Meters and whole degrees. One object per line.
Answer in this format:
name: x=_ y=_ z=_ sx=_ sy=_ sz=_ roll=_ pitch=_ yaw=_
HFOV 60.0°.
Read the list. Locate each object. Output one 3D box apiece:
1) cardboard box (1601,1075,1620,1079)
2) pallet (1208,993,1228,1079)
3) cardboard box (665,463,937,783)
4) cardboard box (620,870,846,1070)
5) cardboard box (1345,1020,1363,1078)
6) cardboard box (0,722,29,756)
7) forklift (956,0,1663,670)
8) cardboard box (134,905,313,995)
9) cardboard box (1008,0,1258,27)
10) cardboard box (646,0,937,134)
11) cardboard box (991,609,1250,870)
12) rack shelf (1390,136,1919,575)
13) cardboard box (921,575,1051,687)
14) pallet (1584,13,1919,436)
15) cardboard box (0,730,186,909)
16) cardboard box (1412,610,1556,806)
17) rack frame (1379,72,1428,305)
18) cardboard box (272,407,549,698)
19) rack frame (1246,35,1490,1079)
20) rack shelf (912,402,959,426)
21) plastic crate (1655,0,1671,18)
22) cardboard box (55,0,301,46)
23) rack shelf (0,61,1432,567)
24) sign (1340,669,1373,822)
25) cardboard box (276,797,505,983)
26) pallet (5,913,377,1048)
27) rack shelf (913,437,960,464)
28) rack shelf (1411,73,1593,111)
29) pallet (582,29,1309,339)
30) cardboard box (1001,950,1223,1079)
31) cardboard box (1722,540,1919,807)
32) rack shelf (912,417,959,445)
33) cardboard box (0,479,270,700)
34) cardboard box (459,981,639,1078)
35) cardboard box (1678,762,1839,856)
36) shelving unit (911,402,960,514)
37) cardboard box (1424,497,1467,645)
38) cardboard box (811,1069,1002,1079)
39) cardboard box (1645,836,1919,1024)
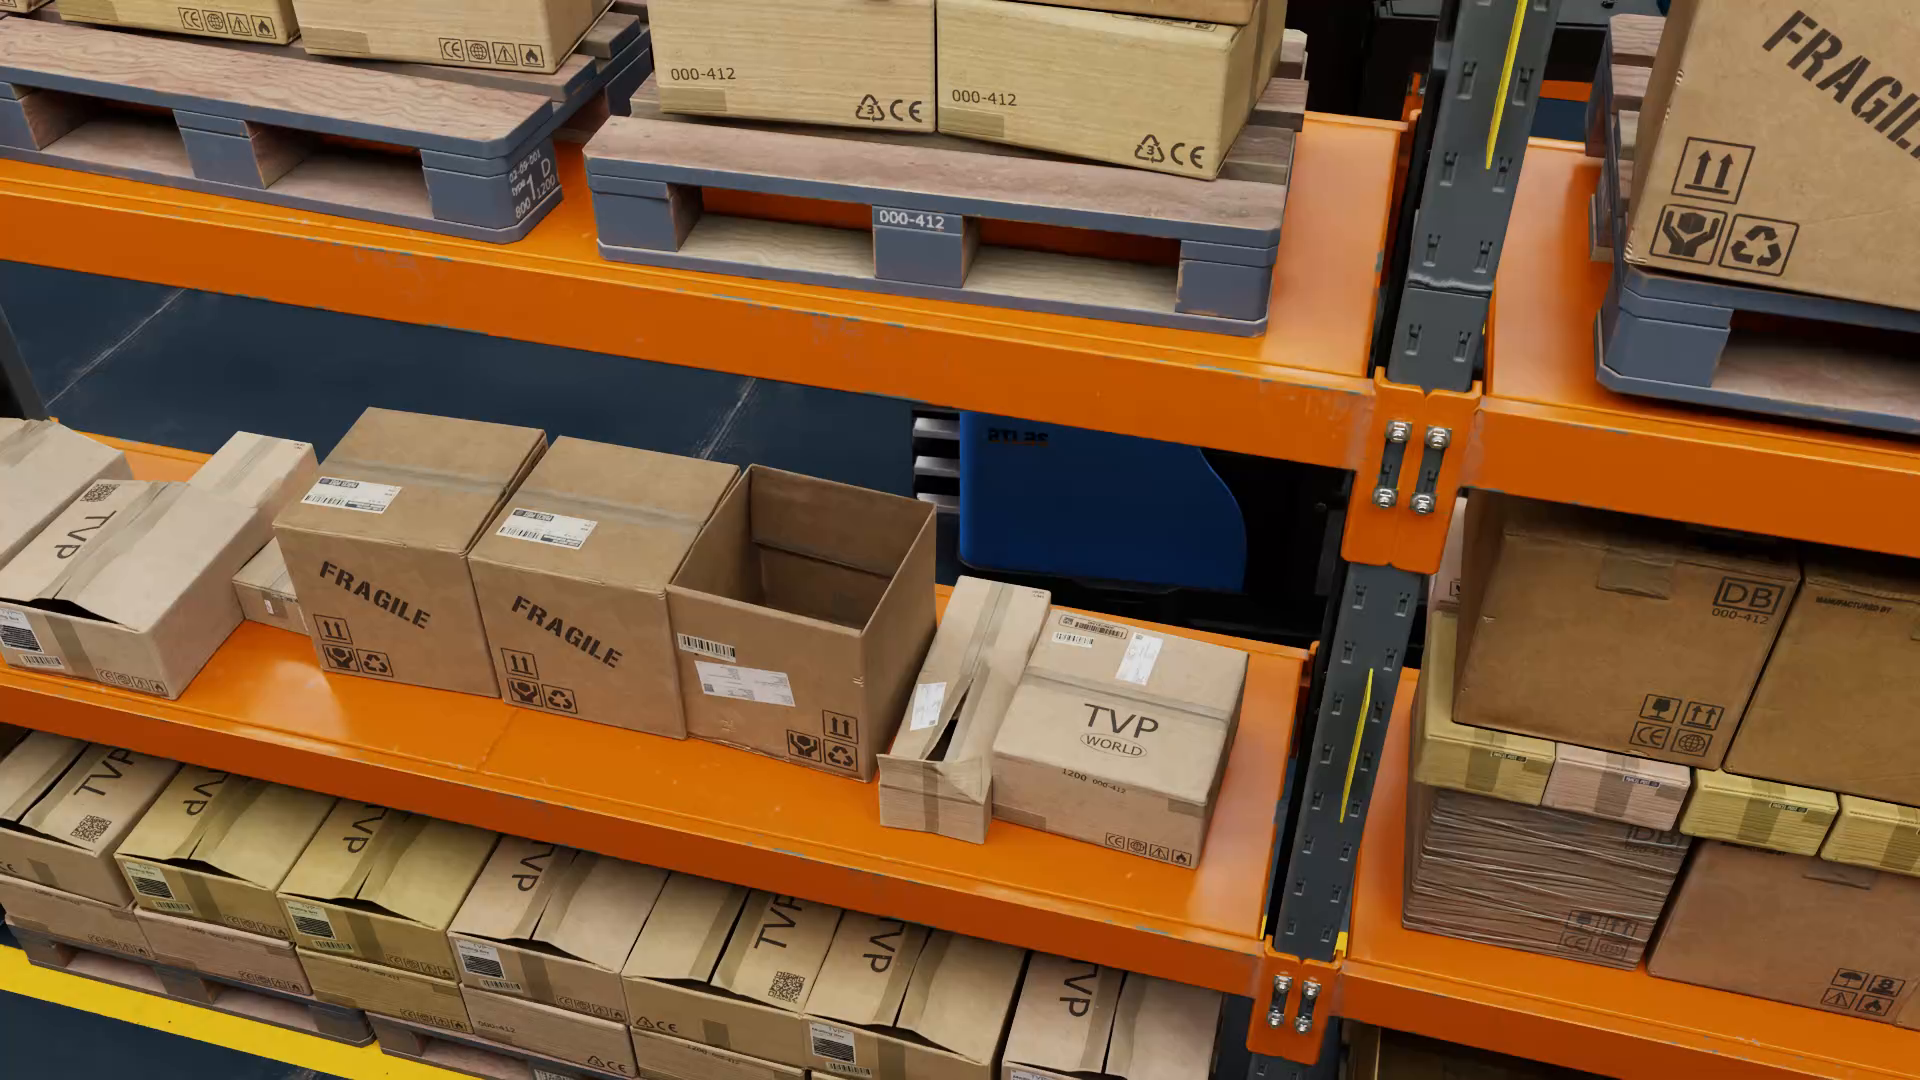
cardboard box: x=1.726 y=1.416 z=3.960 sx=0.500 sy=0.500 sz=0.500 roll=10 pitch=41 yaw=11
pallet: x=0.152 y=1.431 z=4.882 sx=1.213 sy=0.211 sz=1.003 roll=10 pitch=41 yaw=11
cardboard box: x=-0.373 y=0.198 z=4.104 sx=0.500 sy=0.500 sz=0.500 roll=13 pitch=42 yaw=15
cardboard box: x=-0.578 y=1.083 z=4.504 sx=0.500 sy=0.311 sz=0.500 roll=10 pitch=41 yaw=11
cardboard box: x=1.378 y=1.295 z=4.687 sx=0.500 sy=0.250 sz=0.500 roll=10 pitch=41 yaw=11
cardboard box: x=-3.356 y=0.332 z=5.624 sx=0.500 sy=0.500 sz=0.500 roll=11 pitch=41 yaw=13
forklift: x=1.545 y=-0.981 z=5.640 sx=3.031 sy=2.935 sz=1.130 roll=5 pitch=40 yaw=6
cardboard box: x=-2.075 y=1.041 z=4.989 sx=0.500 sy=0.250 sz=0.500 roll=9 pitch=41 yaw=10
cardboard box: x=0.288 y=-1.205 z=2.727 sx=0.500 sy=0.500 sz=0.500 roll=10 pitch=41 yaw=12
cardboard box: x=-0.251 y=-0.988 z=3.052 sx=0.500 sy=0.250 sz=0.500 roll=6 pitch=40 yaw=7
cardboard box: x=0.387 y=0.464 z=3.981 sx=0.500 sy=0.250 sz=0.500 roll=12 pitch=42 yaw=14
rack shelf: x=2.805 y=-0.079 z=2.739 sx=4.000 sy=0.370 sz=1.077 roll=10 pitch=41 yaw=11
cardboard box: x=0.070 y=0.283 z=4.275 sx=0.250 sy=0.149 sz=0.380 roll=10 pitch=41 yaw=11
pallet: x=1.704 y=-0.527 z=2.782 sx=1.213 sy=0.211 sz=1.003 roll=10 pitch=41 yaw=11
cardboard box: x=-2.561 y=0.743 z=4.908 sx=0.500 sy=0.311 sz=0.500 roll=11 pitch=41 yaw=13
cardboard box: x=1.083 y=0.340 z=3.431 sx=0.250 sy=0.149 sz=0.380 roll=10 pitch=41 yaw=11
rack frame: x=2.157 y=-2.615 z=7.532 sx=0.127 sy=3.000 sz=1.000 roll=10 pitch=41 yaw=11
cardboard box: x=-1.365 y=0.027 z=4.308 sx=0.500 sy=0.500 sz=0.500 roll=8 pitch=41 yaw=9
rack frame: x=0.873 y=0.462 z=3.868 sx=0.127 sy=3.000 sz=1.000 roll=10 pitch=41 yaw=11
rack shelf: x=-0.063 y=-0.528 z=6.311 sx=0.200 sy=0.077 sz=0.258 roll=5 pitch=40 yaw=6
plastic crate: x=3.297 y=-2.543 z=7.561 sx=0.616 sy=0.251 sz=0.499 roll=10 pitch=41 yaw=11
cardboard box: x=-1.477 y=-1.237 z=3.348 sx=0.500 sy=0.250 sz=0.500 roll=9 pitch=41 yaw=11
rack shelf: x=-1.059 y=-0.744 z=3.531 sx=4.000 sy=0.370 sz=1.077 roll=10 pitch=41 yaw=11
sign: x=0.743 y=0.387 z=3.118 sx=0.005 sy=0.325 sz=0.100 roll=10 pitch=41 yaw=11
cardboard box: x=-1.559 y=0.912 z=4.707 sx=0.500 sy=0.311 sz=0.500 roll=9 pitch=41 yaw=10
pallet: x=-2.205 y=1.025 z=5.365 sx=1.213 sy=0.211 sz=1.003 roll=10 pitch=41 yaw=11
rack shelf: x=-0.063 y=-0.391 z=6.427 sx=0.200 sy=0.077 sz=0.258 roll=5 pitch=40 yaw=6
rack shelf: x=4.089 y=-2.007 z=7.367 sx=4.000 sy=0.370 sz=1.077 roll=10 pitch=41 yaw=11
pallet: x=0.018 y=-0.752 z=3.130 sx=1.217 sy=0.209 sz=0.805 roll=8 pitch=41 yaw=10
cardboard box: x=0.408 y=1.250 z=4.305 sx=0.500 sy=0.311 sz=0.500 roll=10 pitch=41 yaw=11
cardboard box: x=1.792 y=0.080 z=3.236 sx=0.500 sy=0.500 sz=0.700 roll=10 pitch=41 yaw=11
rack shelf: x=-0.063 y=-0.459 z=6.369 sx=0.200 sy=0.077 sz=0.258 roll=5 pitch=40 yaw=6
cardboard box: x=-2.177 y=0.100 z=4.368 sx=0.500 sy=0.311 sz=0.500 roll=9 pitch=41 yaw=11
cardboard box: x=-1.076 y=1.209 z=4.789 sx=0.500 sy=0.250 sz=0.500 roll=11 pitch=41 yaw=12
cardboard box: x=1.575 y=0.423 z=3.331 sx=0.250 sy=0.149 sz=0.380 roll=9 pitch=41 yaw=10
shelving unit: x=-0.063 y=-0.347 z=6.464 sx=0.210 sy=0.900 sz=0.258 roll=5 pitch=40 yaw=6
cardboard box: x=1.192 y=0.087 z=3.732 sx=0.250 sy=0.149 sz=0.380 roll=10 pitch=41 yaw=11
cardboard box: x=-0.090 y=1.380 z=4.586 sx=0.500 sy=0.250 sz=0.500 roll=9 pitch=41 yaw=11
cardboard box: x=1.815 y=0.577 z=3.653 sx=0.500 sy=0.500 sz=0.700 roll=9 pitch=41 yaw=11
